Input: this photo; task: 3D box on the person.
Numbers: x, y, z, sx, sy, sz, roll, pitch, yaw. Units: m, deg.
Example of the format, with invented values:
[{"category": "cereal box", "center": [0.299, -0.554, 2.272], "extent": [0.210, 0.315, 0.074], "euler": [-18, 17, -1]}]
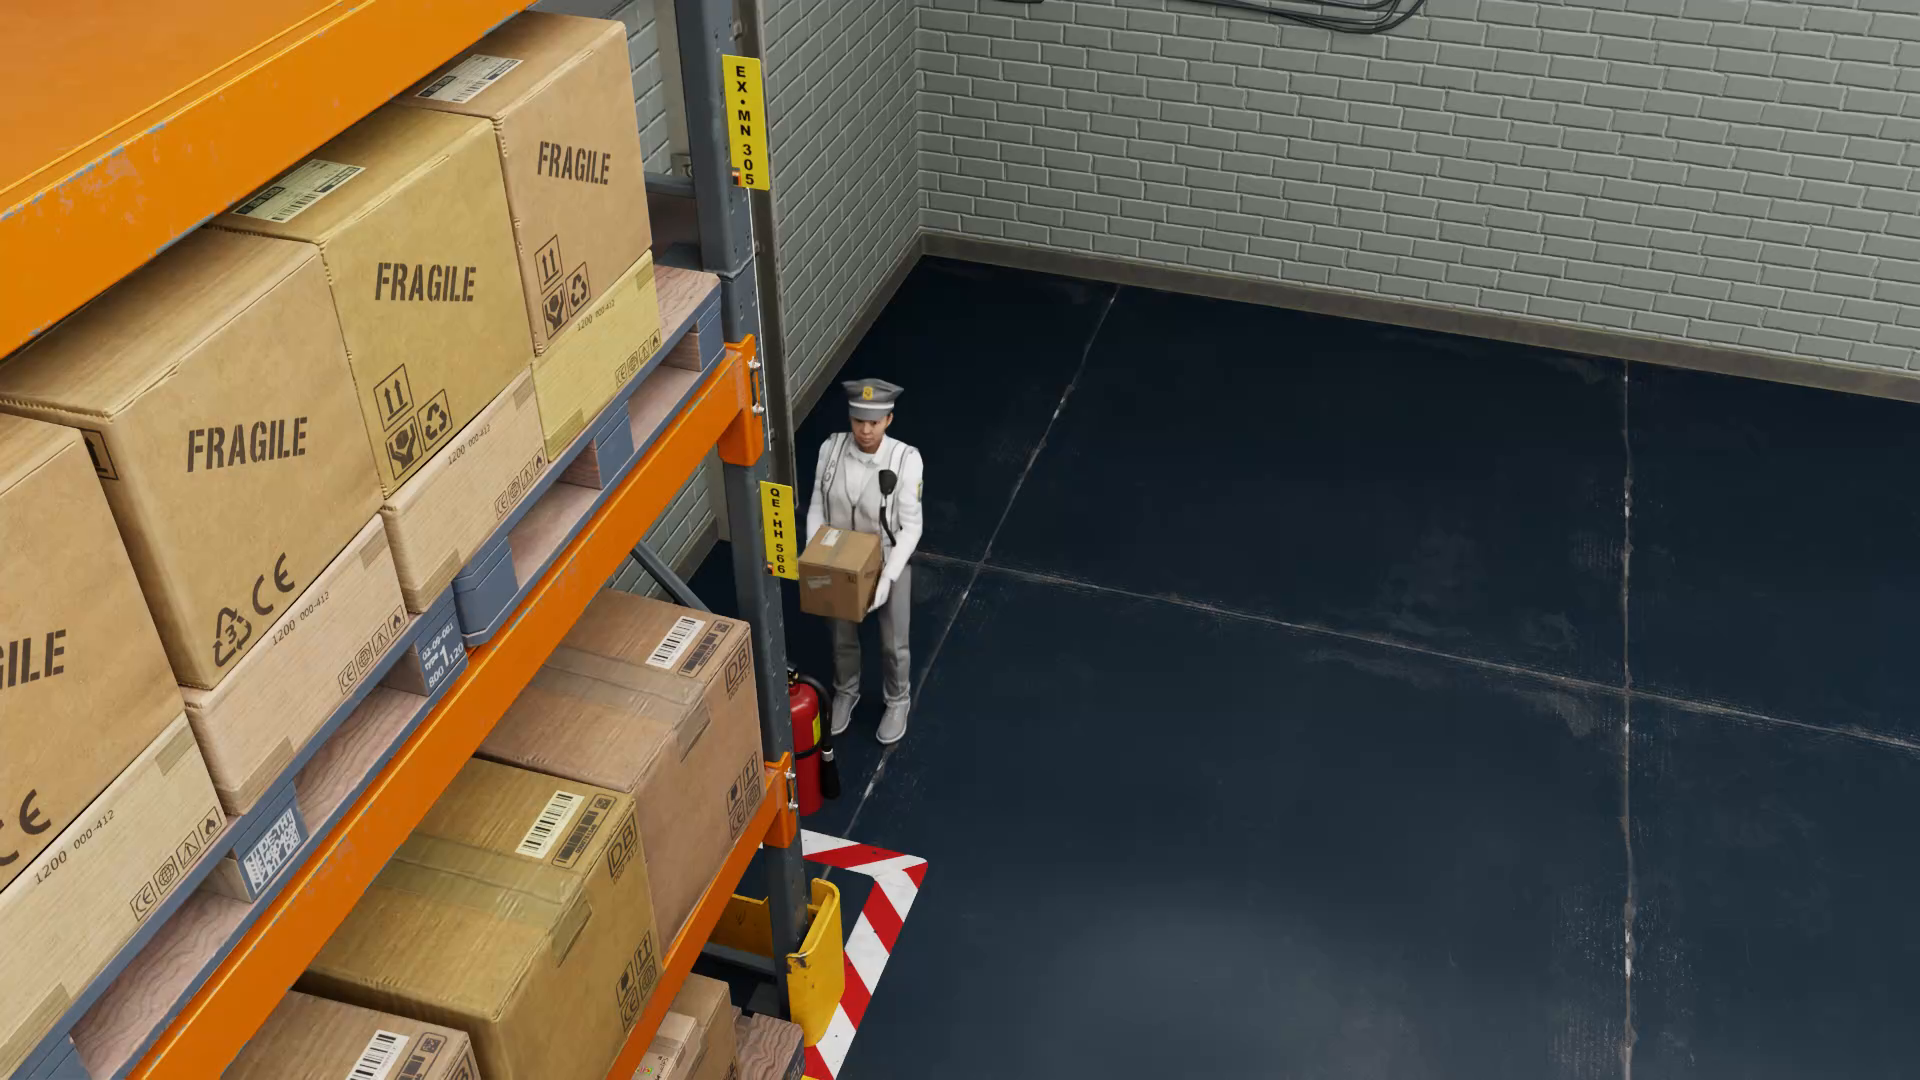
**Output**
[{"category": "person", "center": [-0.389, 0.127, 6.694], "extent": [0.455, 1.695, 0.554], "euler": [8, 38, 10]}]
